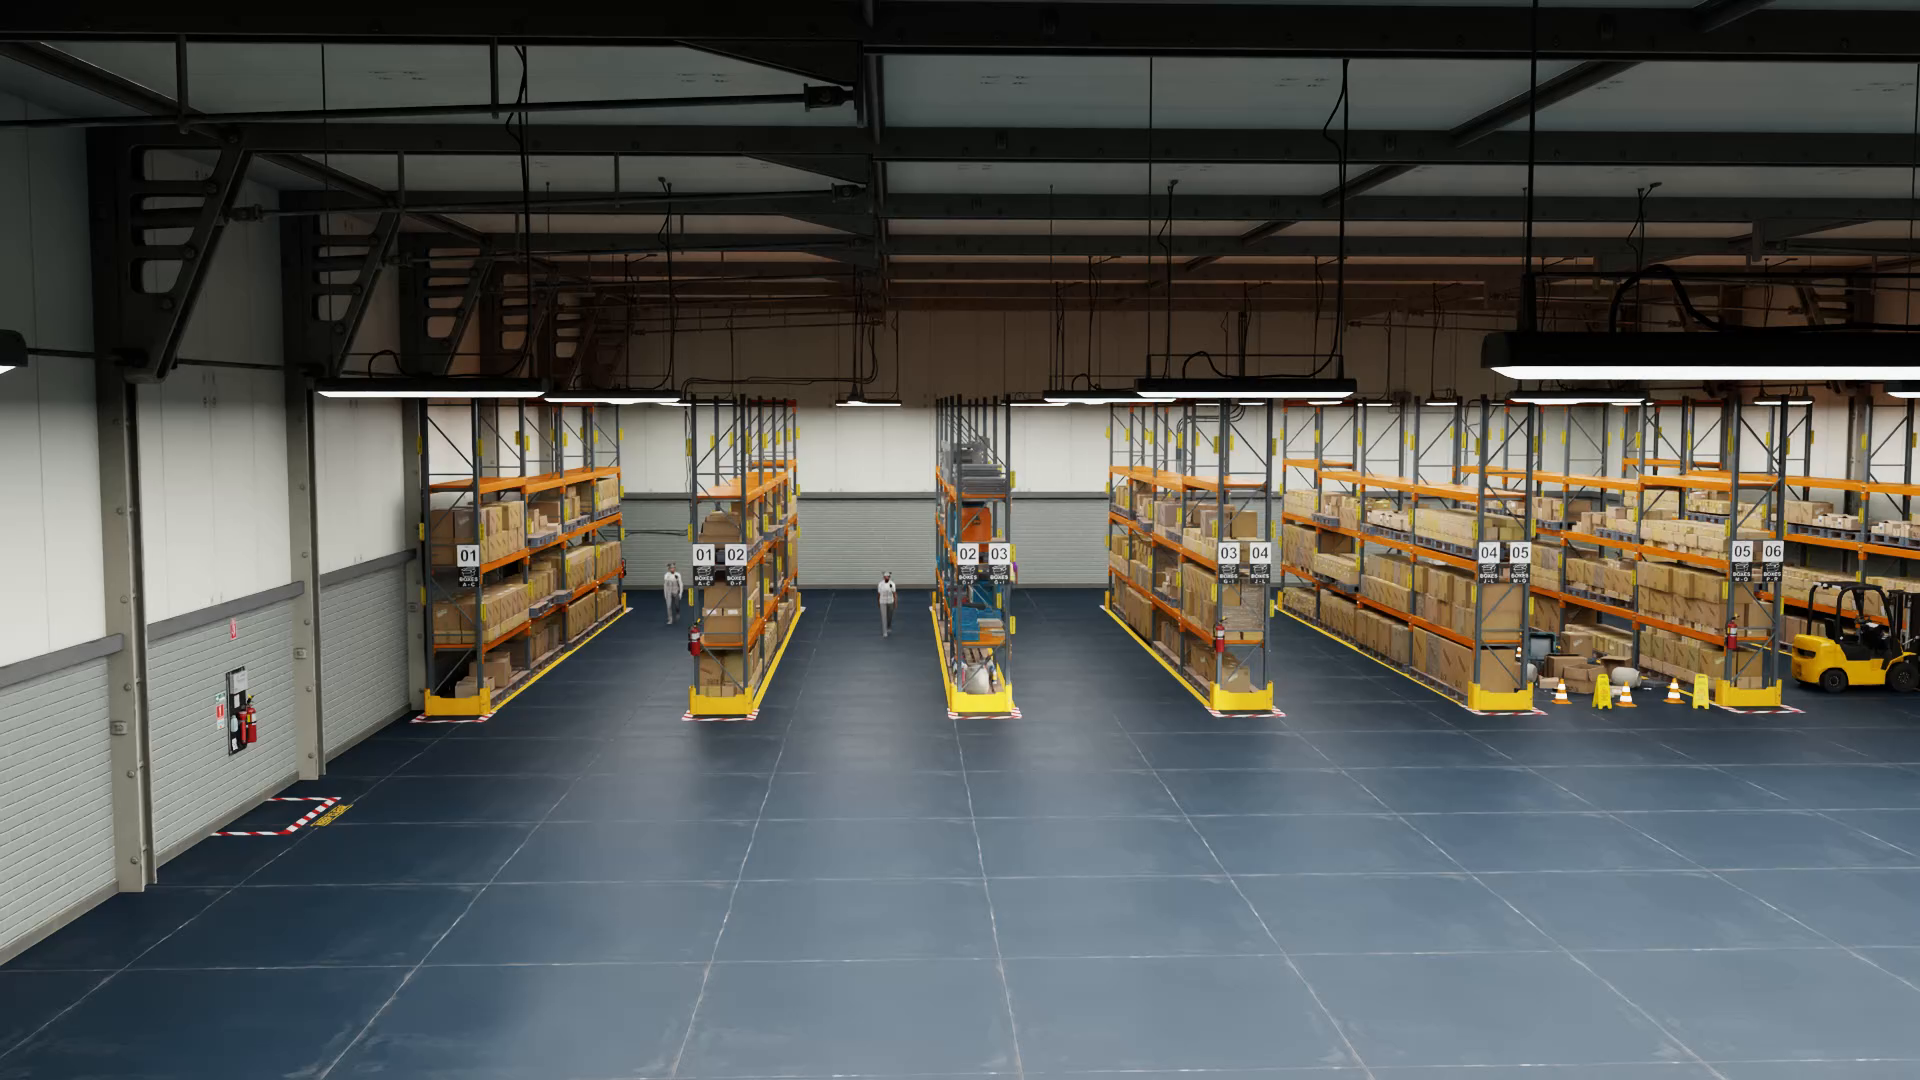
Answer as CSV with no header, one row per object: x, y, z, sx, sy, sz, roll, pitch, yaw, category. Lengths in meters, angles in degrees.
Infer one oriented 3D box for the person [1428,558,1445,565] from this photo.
14.695,0.817,51.250,1.111,1.736,0.580,-1,5,-15,person

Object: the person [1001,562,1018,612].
1.333,1.147,47.121,0.620,1.708,1.085,-1,5,-7,person

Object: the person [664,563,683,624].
-7.645,1.400,44.379,0.492,1.633,0.872,0,5,-4,person

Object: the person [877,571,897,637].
-1.840,1.584,42.004,0.495,1.629,1.031,0,5,-5,person
